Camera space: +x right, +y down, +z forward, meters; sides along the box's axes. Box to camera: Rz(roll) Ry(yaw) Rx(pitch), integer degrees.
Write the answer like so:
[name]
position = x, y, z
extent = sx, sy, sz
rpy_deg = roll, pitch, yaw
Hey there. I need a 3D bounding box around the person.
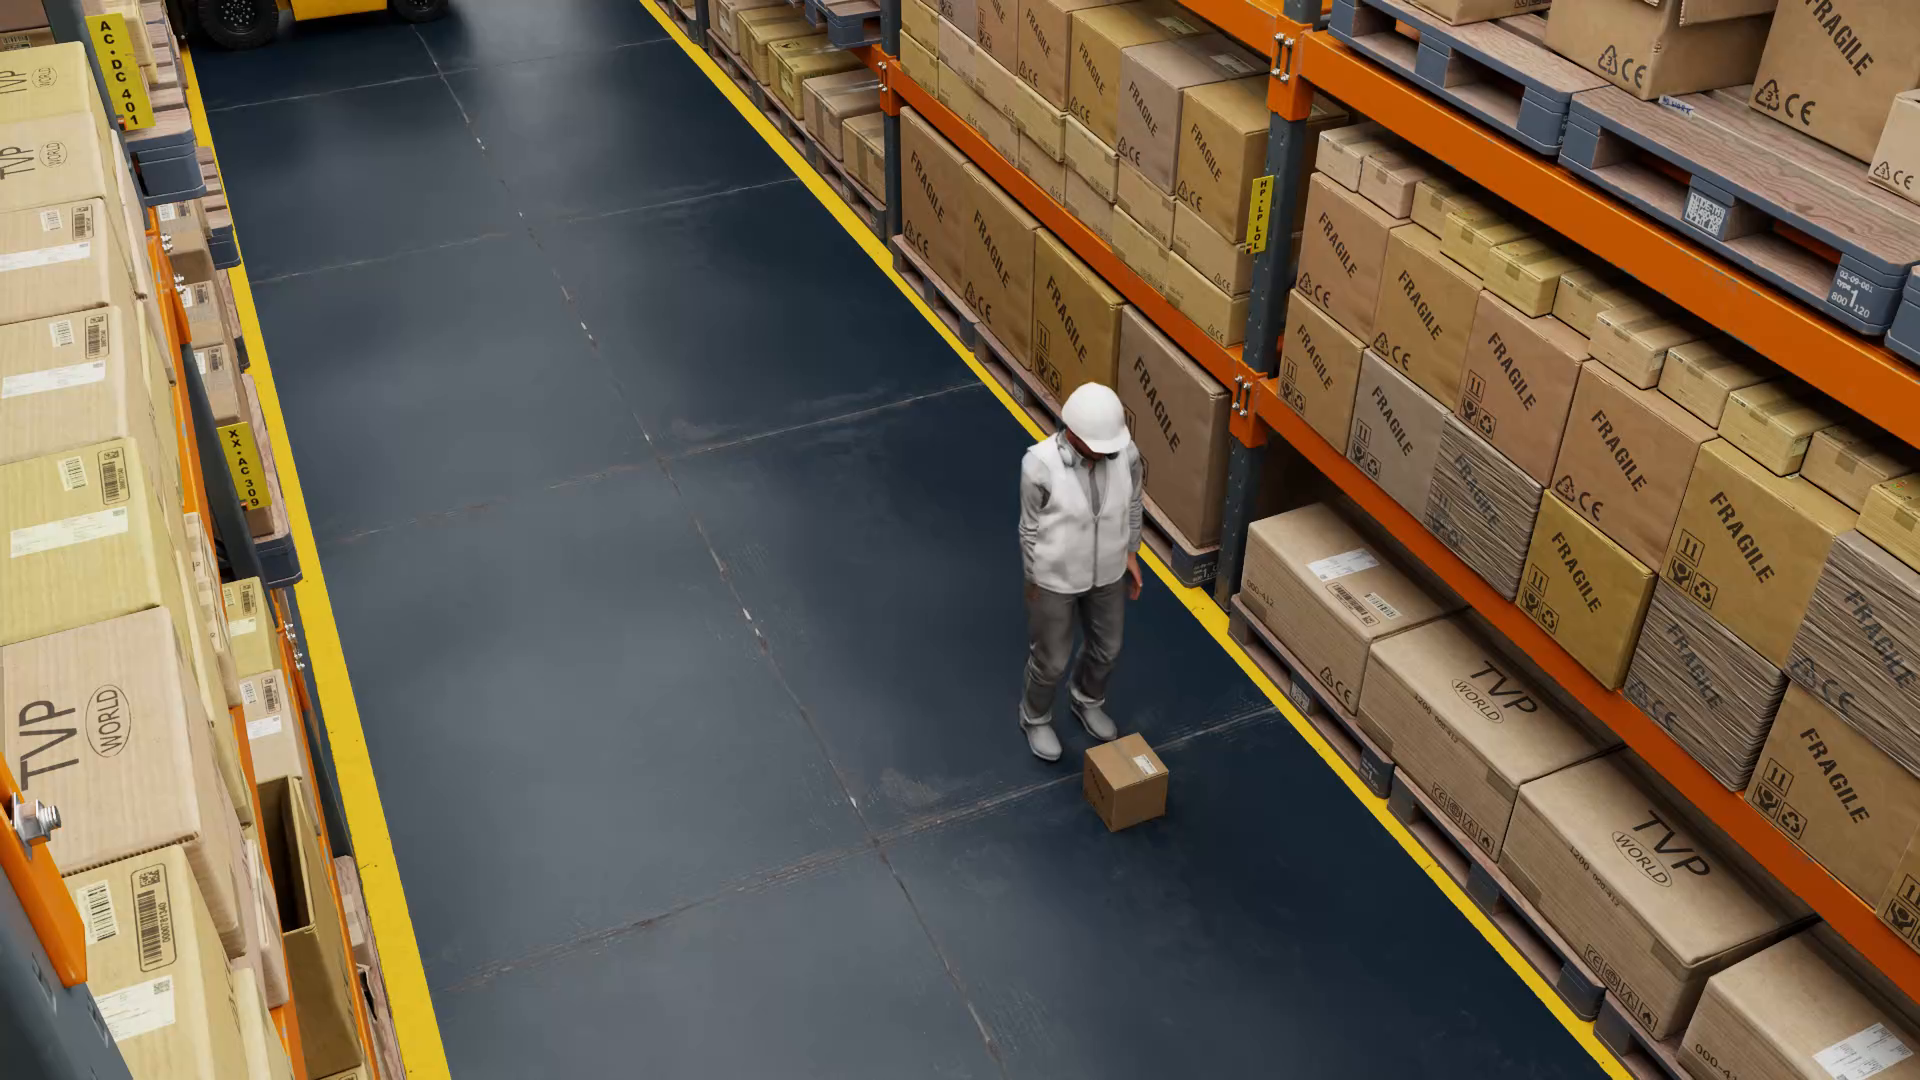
[person]
position = 0.489, 0.116, 6.696
extent = 0.538, 1.759, 0.379
rpy_deg = -15, 40, -19
